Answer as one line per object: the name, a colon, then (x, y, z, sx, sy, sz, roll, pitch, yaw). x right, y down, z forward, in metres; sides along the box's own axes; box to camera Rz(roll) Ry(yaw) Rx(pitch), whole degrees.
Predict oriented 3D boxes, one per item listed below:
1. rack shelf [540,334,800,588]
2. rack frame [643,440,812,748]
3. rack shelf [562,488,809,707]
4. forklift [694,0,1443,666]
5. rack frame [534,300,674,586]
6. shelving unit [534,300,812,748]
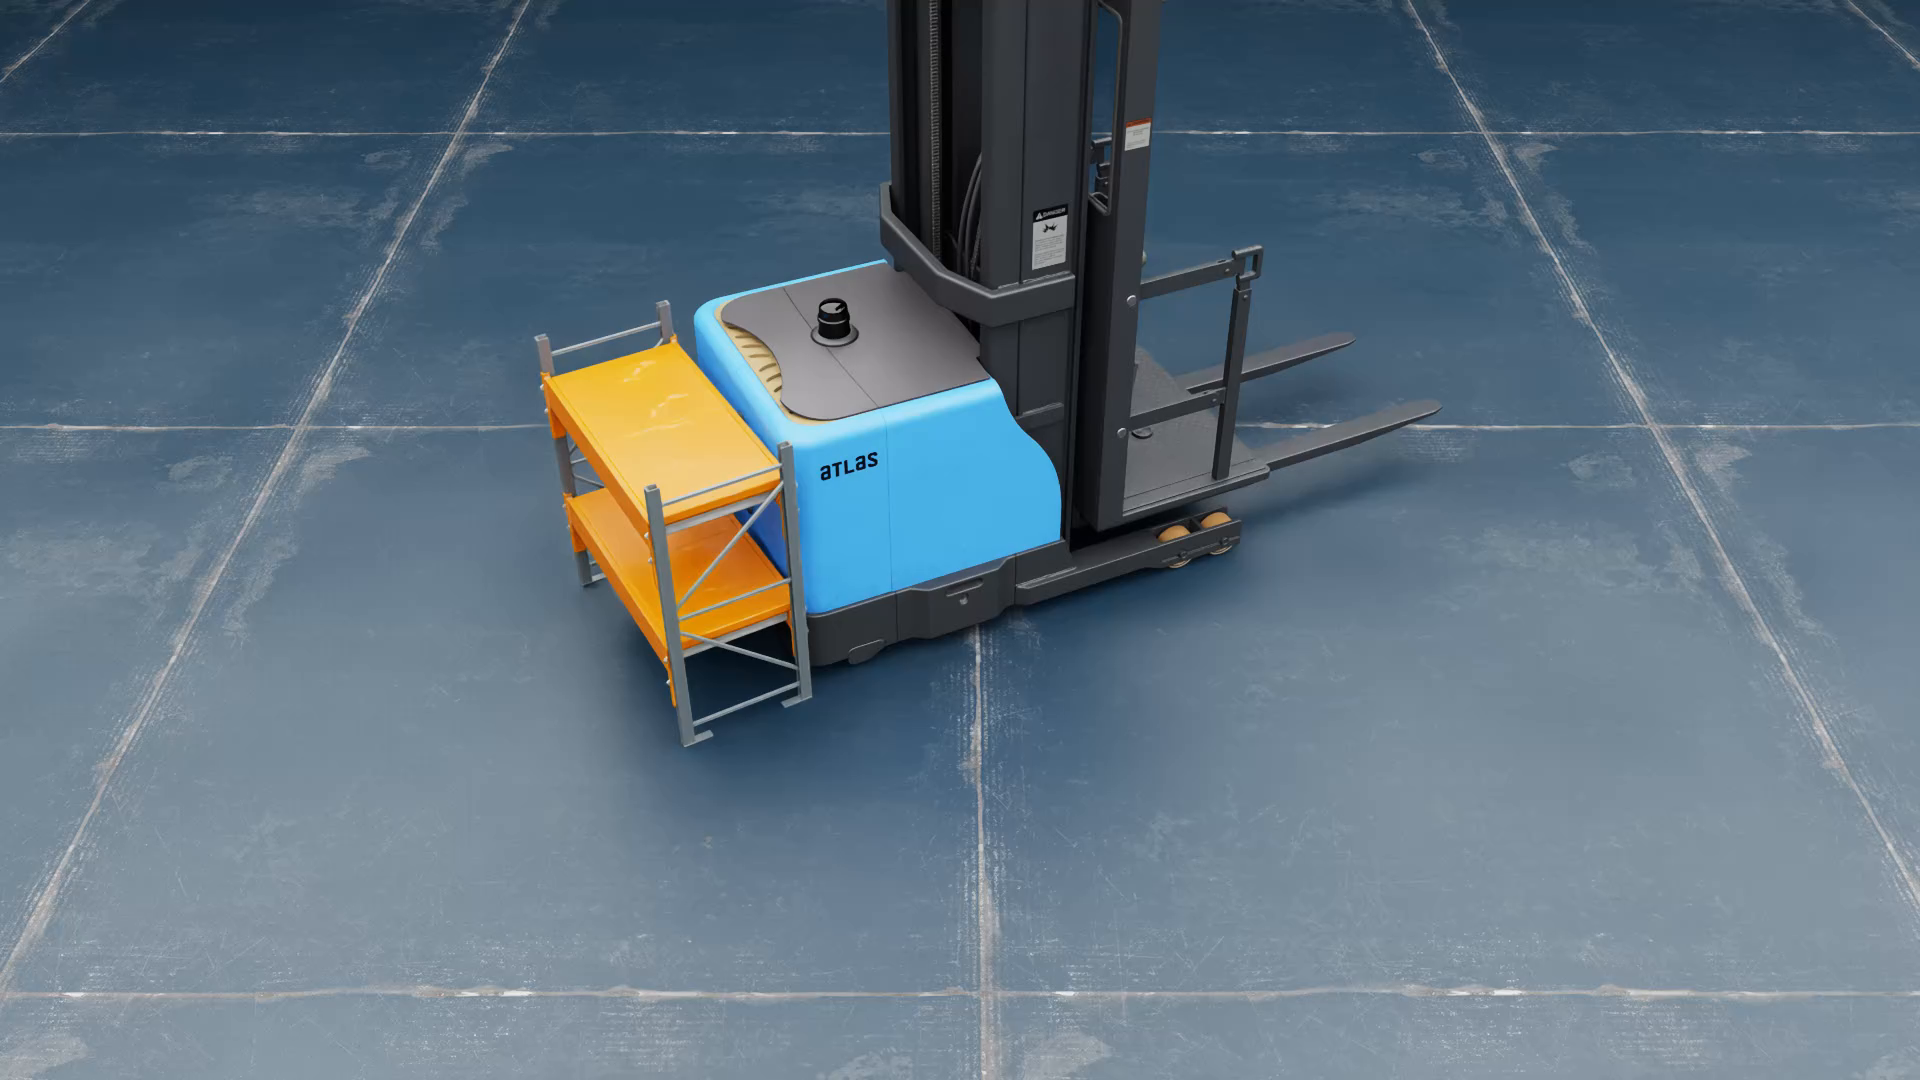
rack shelf: (-1.016, -0.299, 5.756, 0.538, 0.278, 1.000, -20, 43, -23)
rack frame: (-0.759, 0.204, 5.596, 0.500, 1.125, 0.032, -20, 43, -23)
rack shelf: (-1.016, 0.120, 6.092, 0.538, 0.278, 1.000, -20, 43, -23)
forklift: (0.560, -1.314, 6.046, 3.031, 2.935, 1.130, -17, 42, -20)
rack frame: (-1.273, -0.345, 6.281, 0.500, 1.125, 0.032, -20, 43, -23)
shelving unit: (-1.016, -0.071, 5.939, 0.538, 1.125, 1.048, -20, 43, -23)
